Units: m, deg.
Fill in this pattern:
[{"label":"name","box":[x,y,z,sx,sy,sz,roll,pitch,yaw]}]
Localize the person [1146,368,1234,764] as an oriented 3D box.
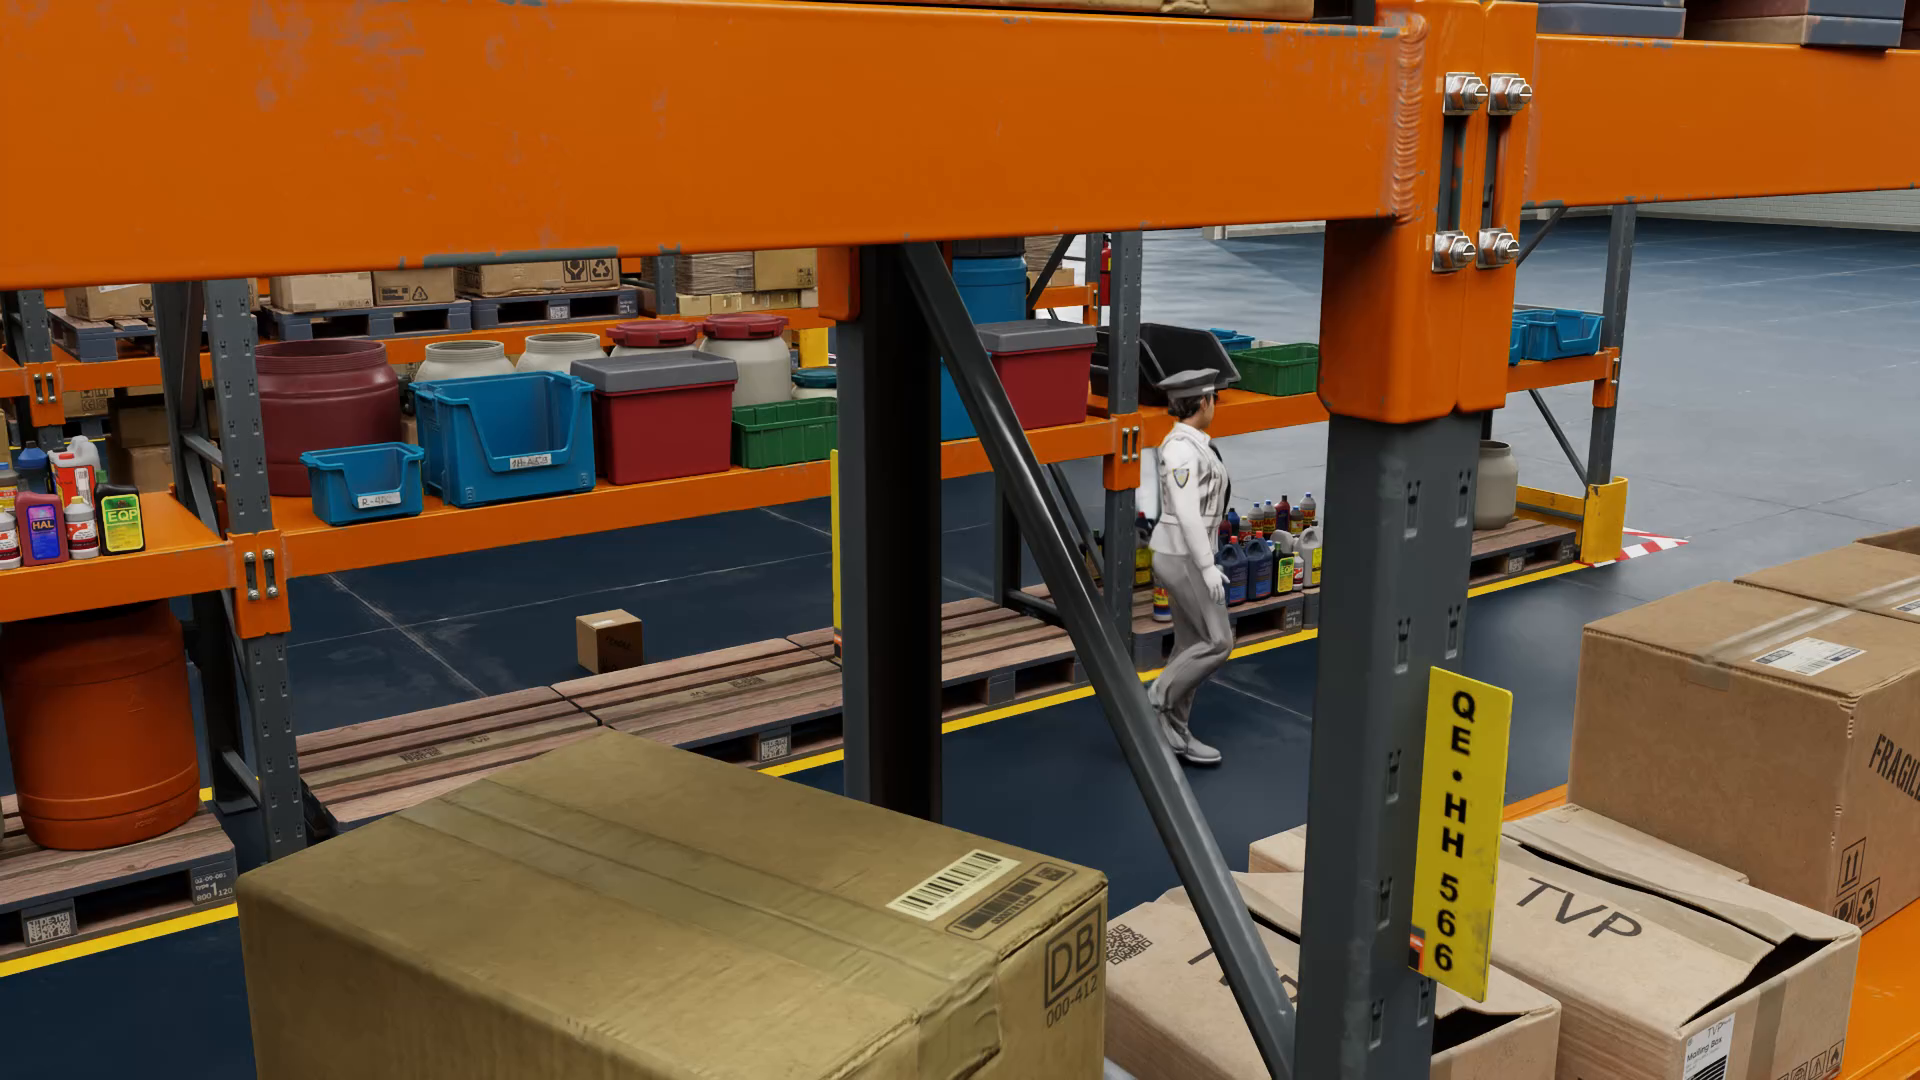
[{"label":"person","box":[0.993,0.115,7.121,0.422,1.662,0.589,4,15,16]}]
